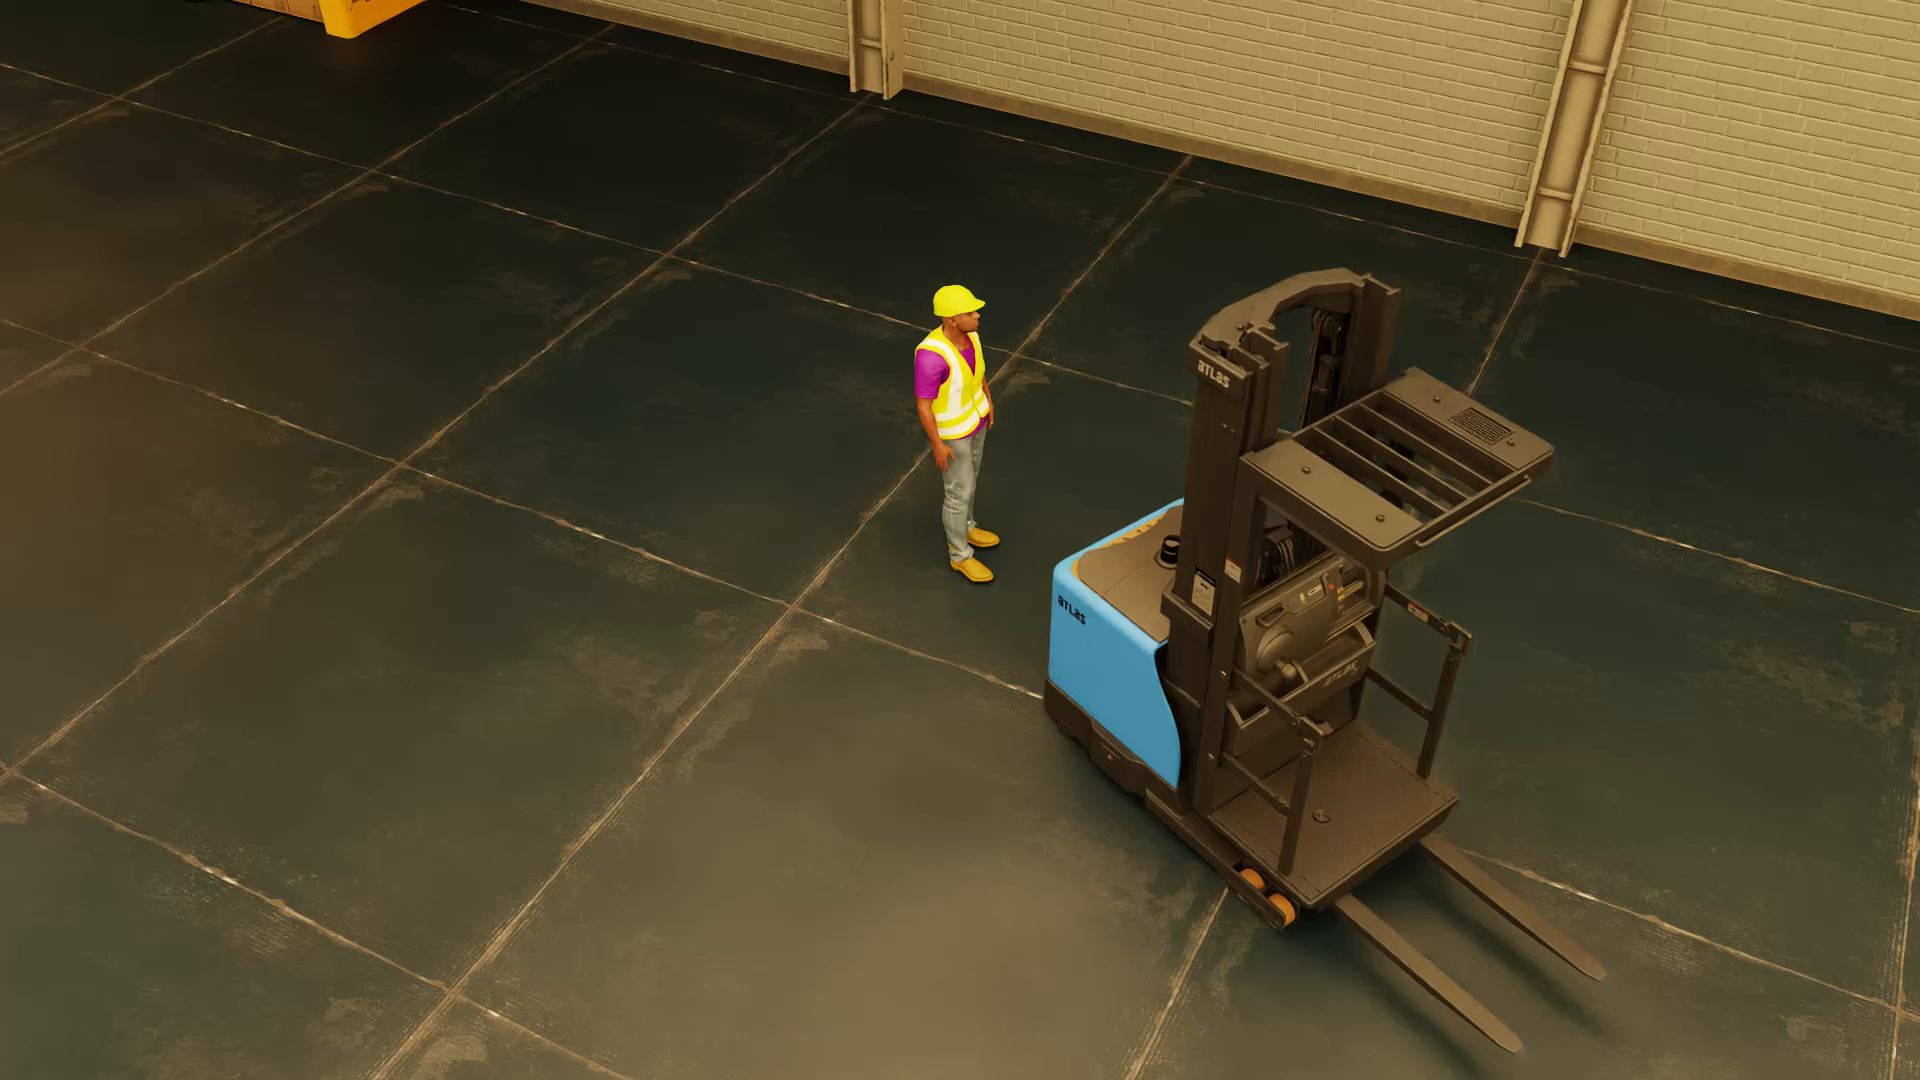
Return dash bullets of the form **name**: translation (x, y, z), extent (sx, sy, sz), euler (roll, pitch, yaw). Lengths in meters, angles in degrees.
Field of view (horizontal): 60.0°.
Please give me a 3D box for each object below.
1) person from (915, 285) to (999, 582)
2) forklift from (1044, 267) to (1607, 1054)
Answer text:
- **person**: translation (0.059, -0.657, 9.660), extent (0.577, 1.765, 0.665), euler (18, 43, 21)
- **forklift**: translation (1.757, 0.388, 7.526), extent (1.130, 2.935, 3.031), euler (-27, 47, -28)
